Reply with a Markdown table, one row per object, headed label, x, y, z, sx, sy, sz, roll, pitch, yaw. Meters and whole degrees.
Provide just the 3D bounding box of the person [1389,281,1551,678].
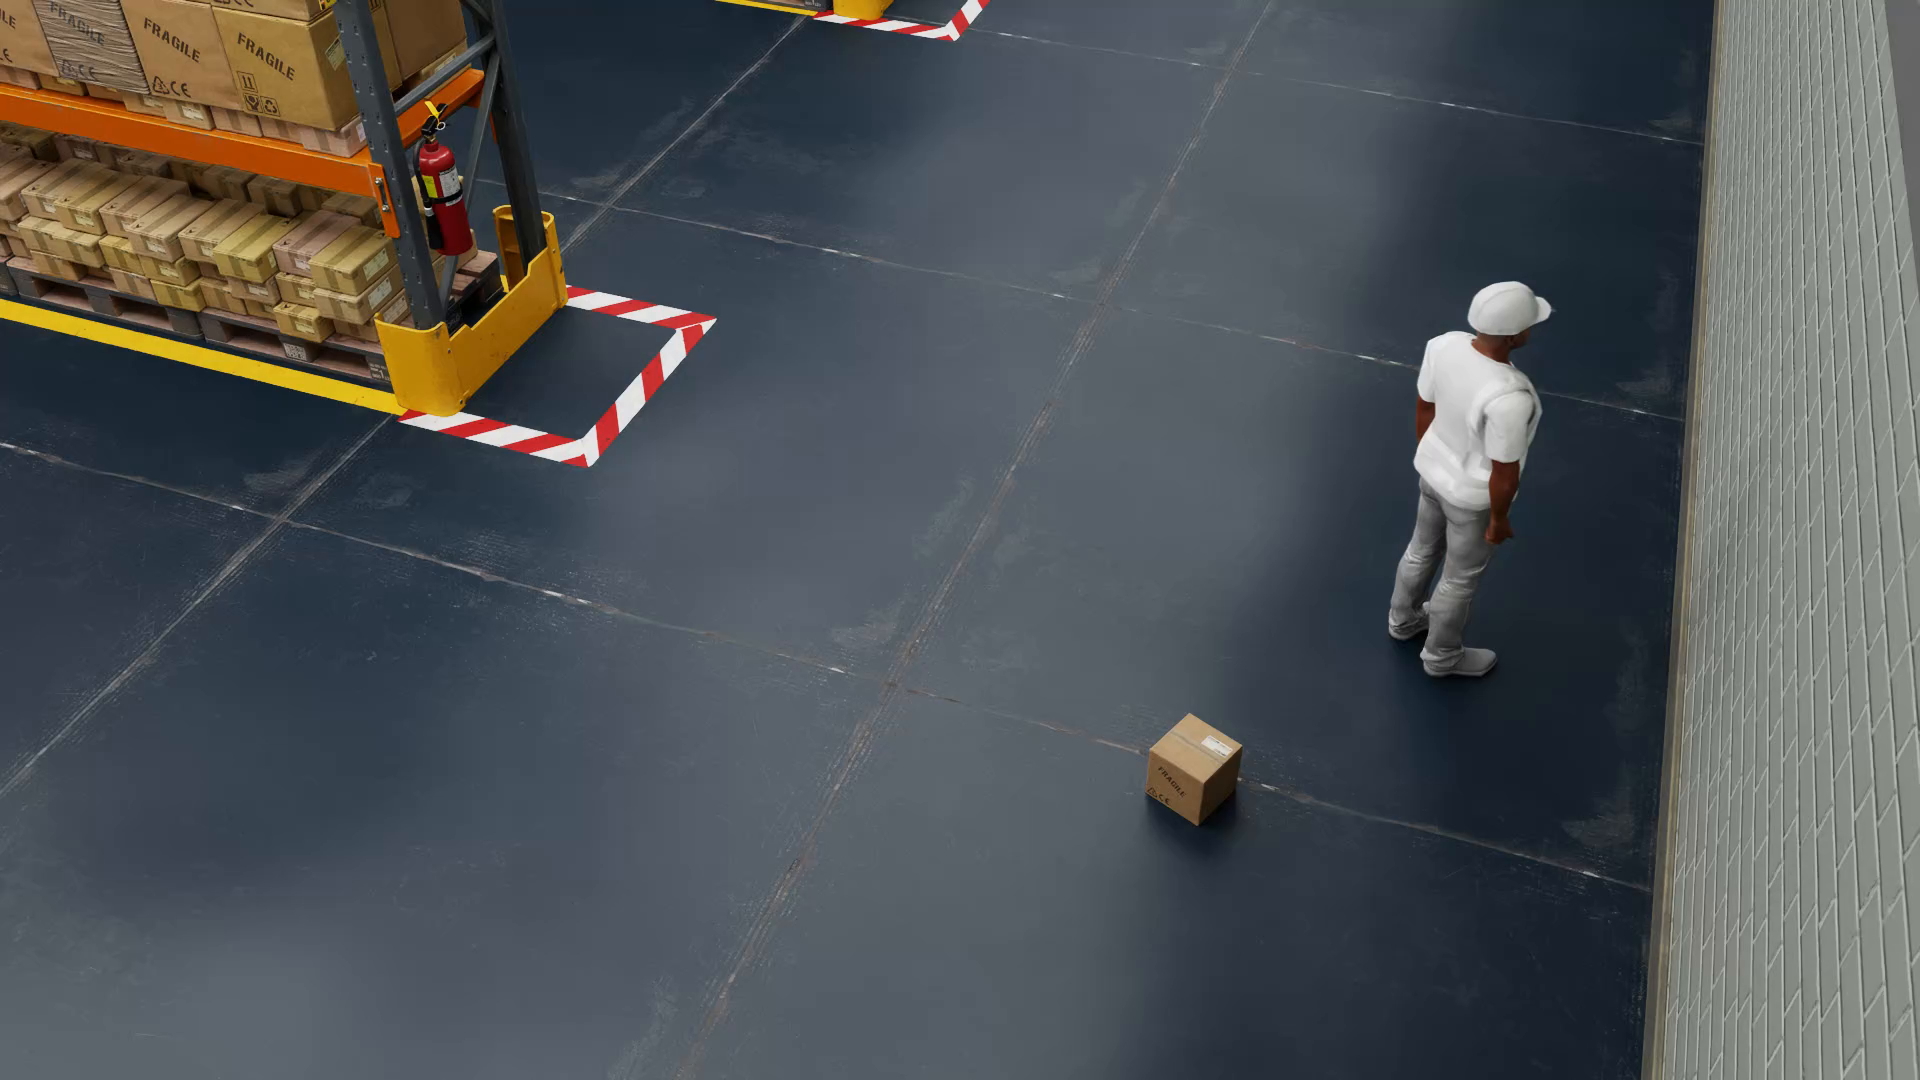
| label | x | y | z | sx | sy | sz | roll | pitch | yaw |
| --- | --- | --- | --- | --- | --- | --- | --- | --- | --- |
| person | 1.959 | -0.235 | 6.405 | 0.379 | 1.770 | 0.552 | -16 | 44 | -17 |
